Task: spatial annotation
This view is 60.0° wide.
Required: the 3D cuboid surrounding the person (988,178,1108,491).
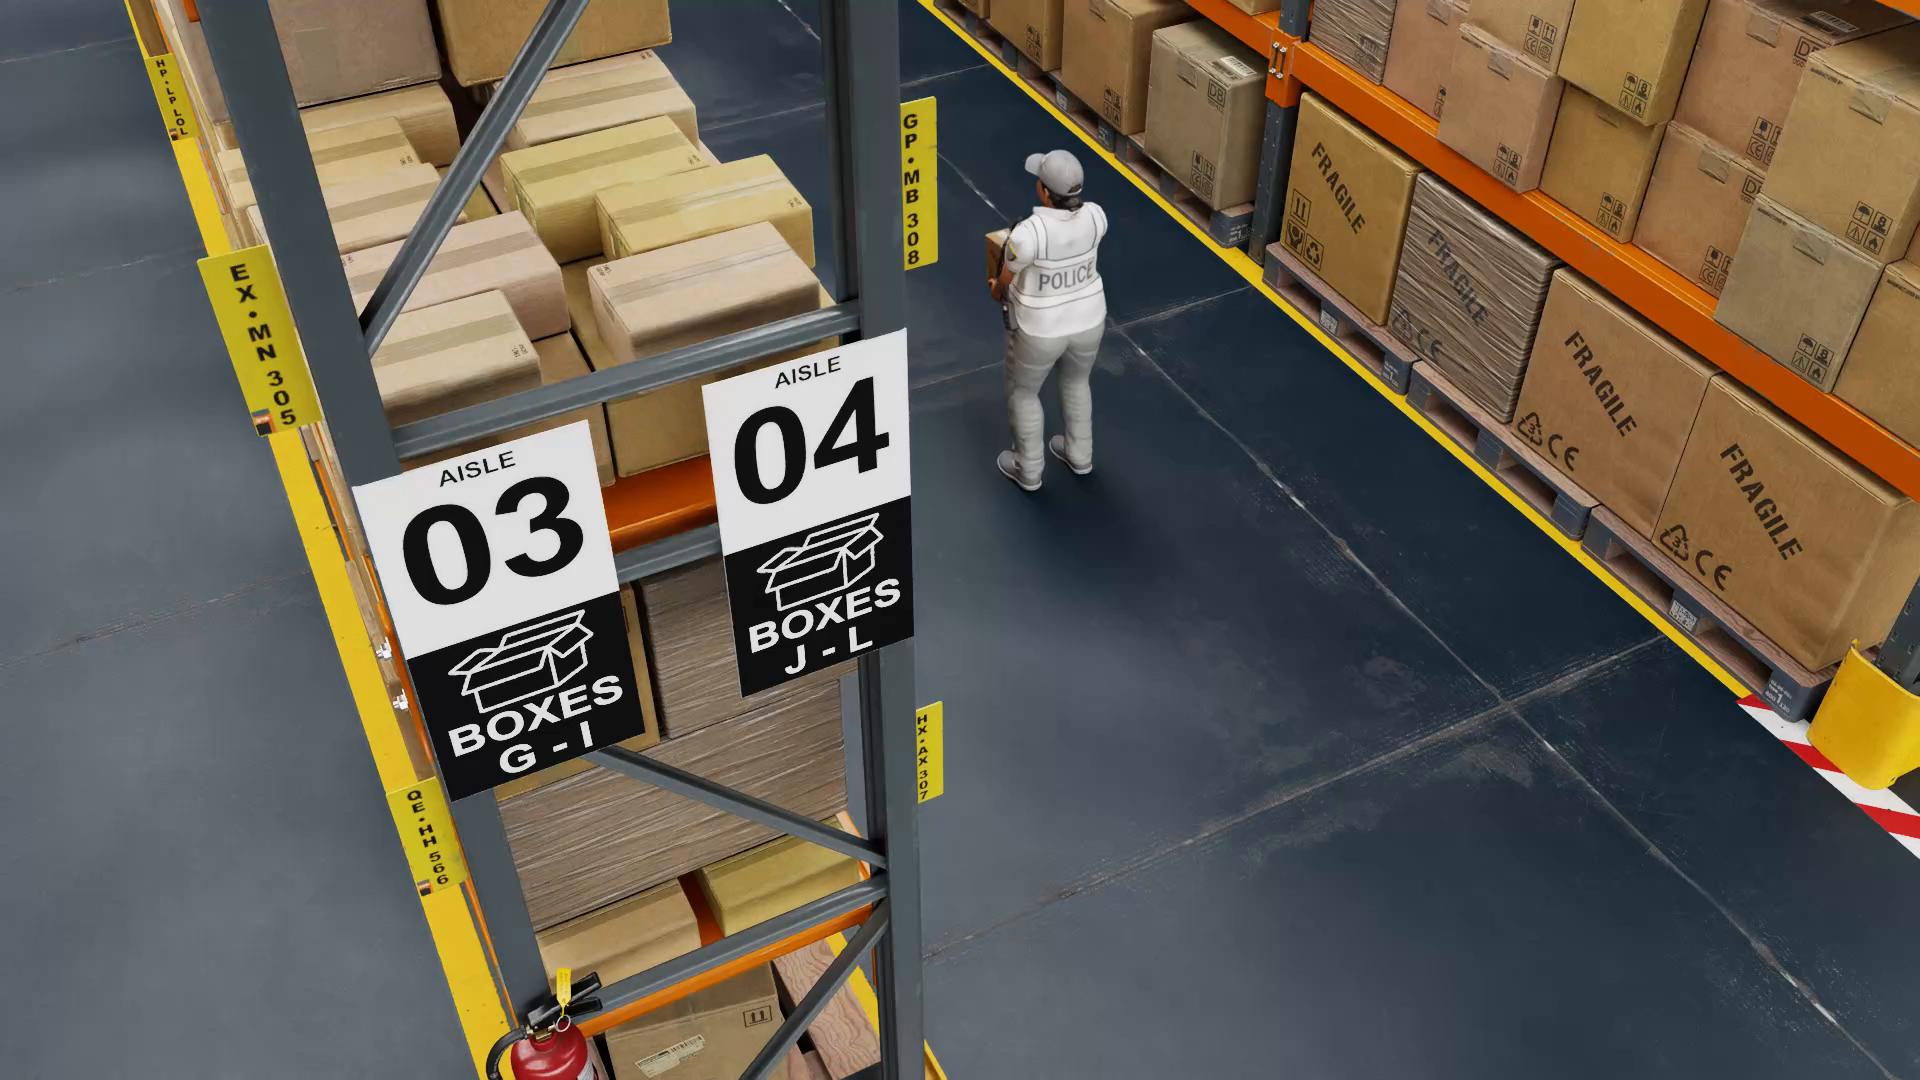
[{"bbox_3d":[0.366,-0.980,7.285,0.452,1.645,0.545,-19,45,-20],"label":"person"}]
